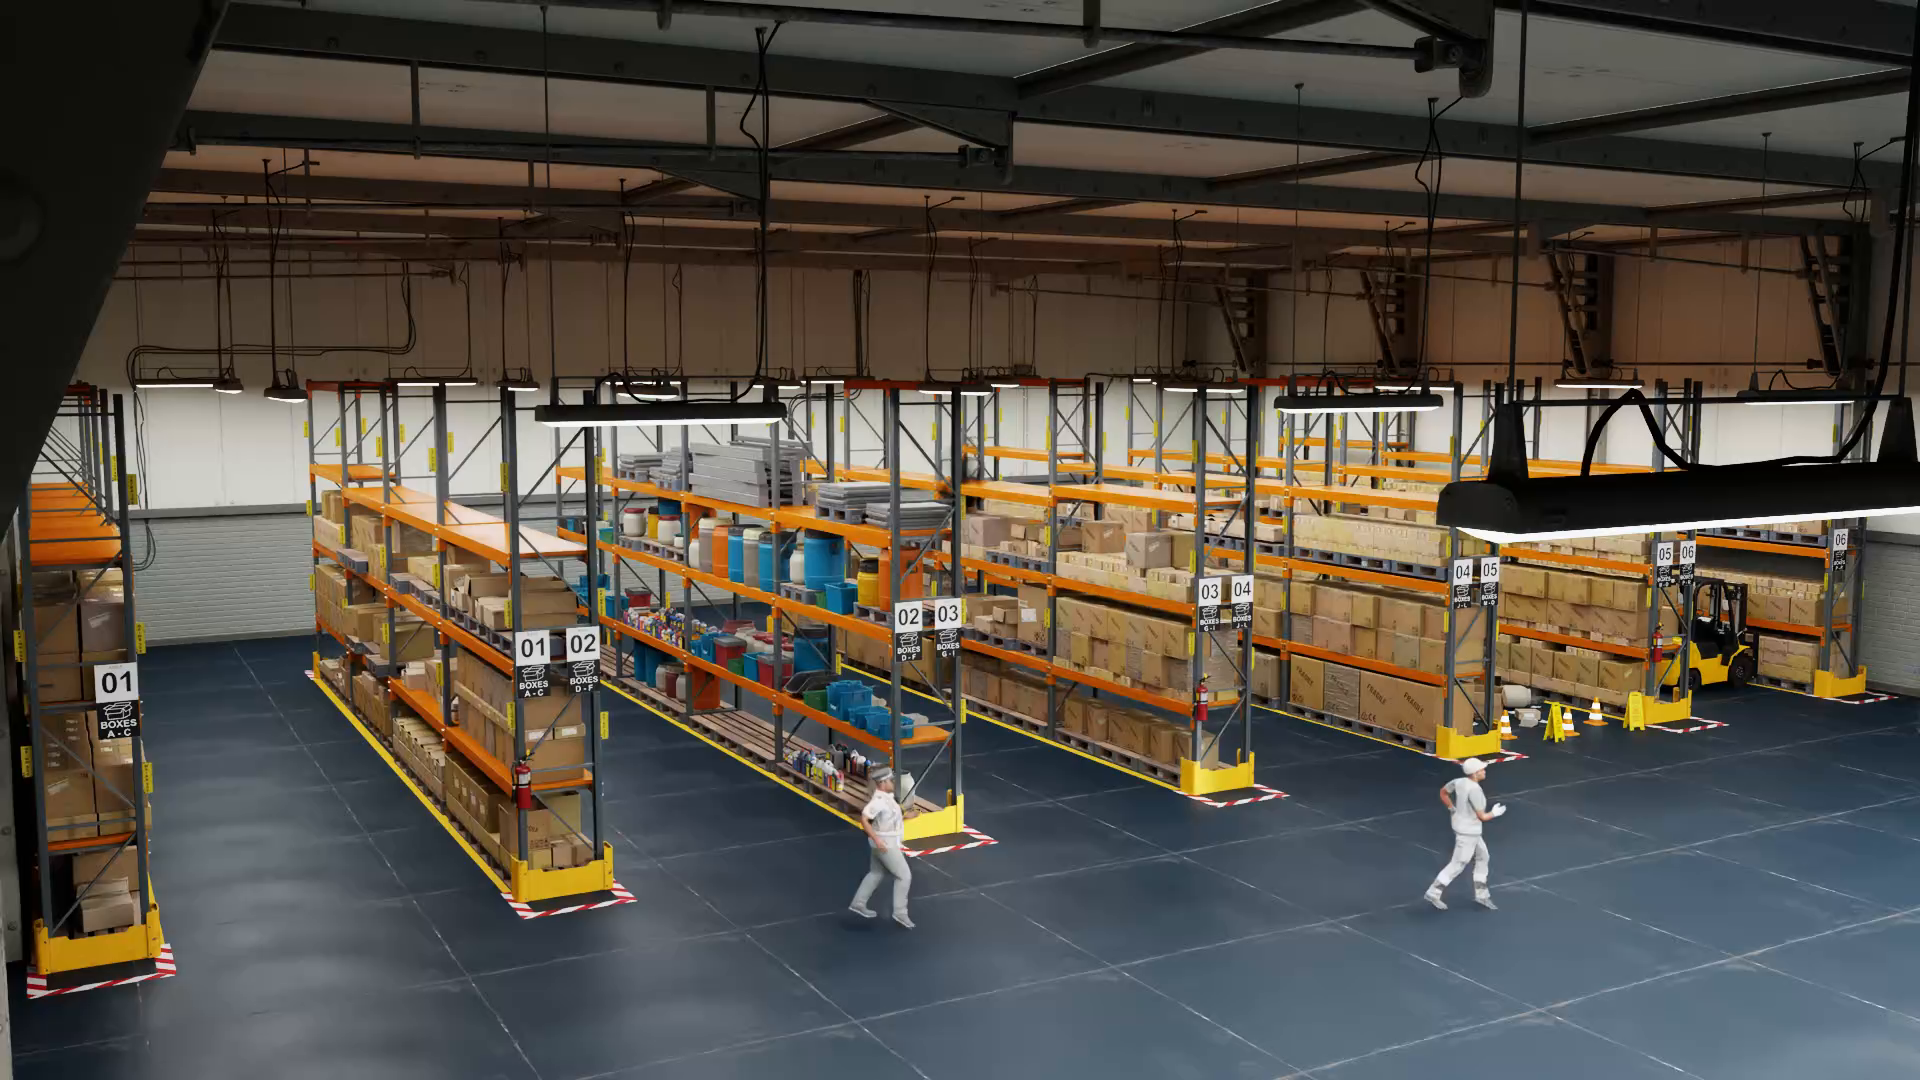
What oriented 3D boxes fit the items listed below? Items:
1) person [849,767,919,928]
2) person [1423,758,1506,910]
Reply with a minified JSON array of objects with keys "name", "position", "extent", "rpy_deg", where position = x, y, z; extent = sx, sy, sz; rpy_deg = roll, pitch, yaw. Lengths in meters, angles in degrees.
[{"name":"person","position":[-0.848,3.466,18.736],"extent":[0.785,1.852,0.637],"rpy_deg":[-1,6,-6]},{"name":"person","position":[5.792,3.403,19.175],"extent":[0.931,1.827,0.676],"rpy_deg":[0,6,0]}]
